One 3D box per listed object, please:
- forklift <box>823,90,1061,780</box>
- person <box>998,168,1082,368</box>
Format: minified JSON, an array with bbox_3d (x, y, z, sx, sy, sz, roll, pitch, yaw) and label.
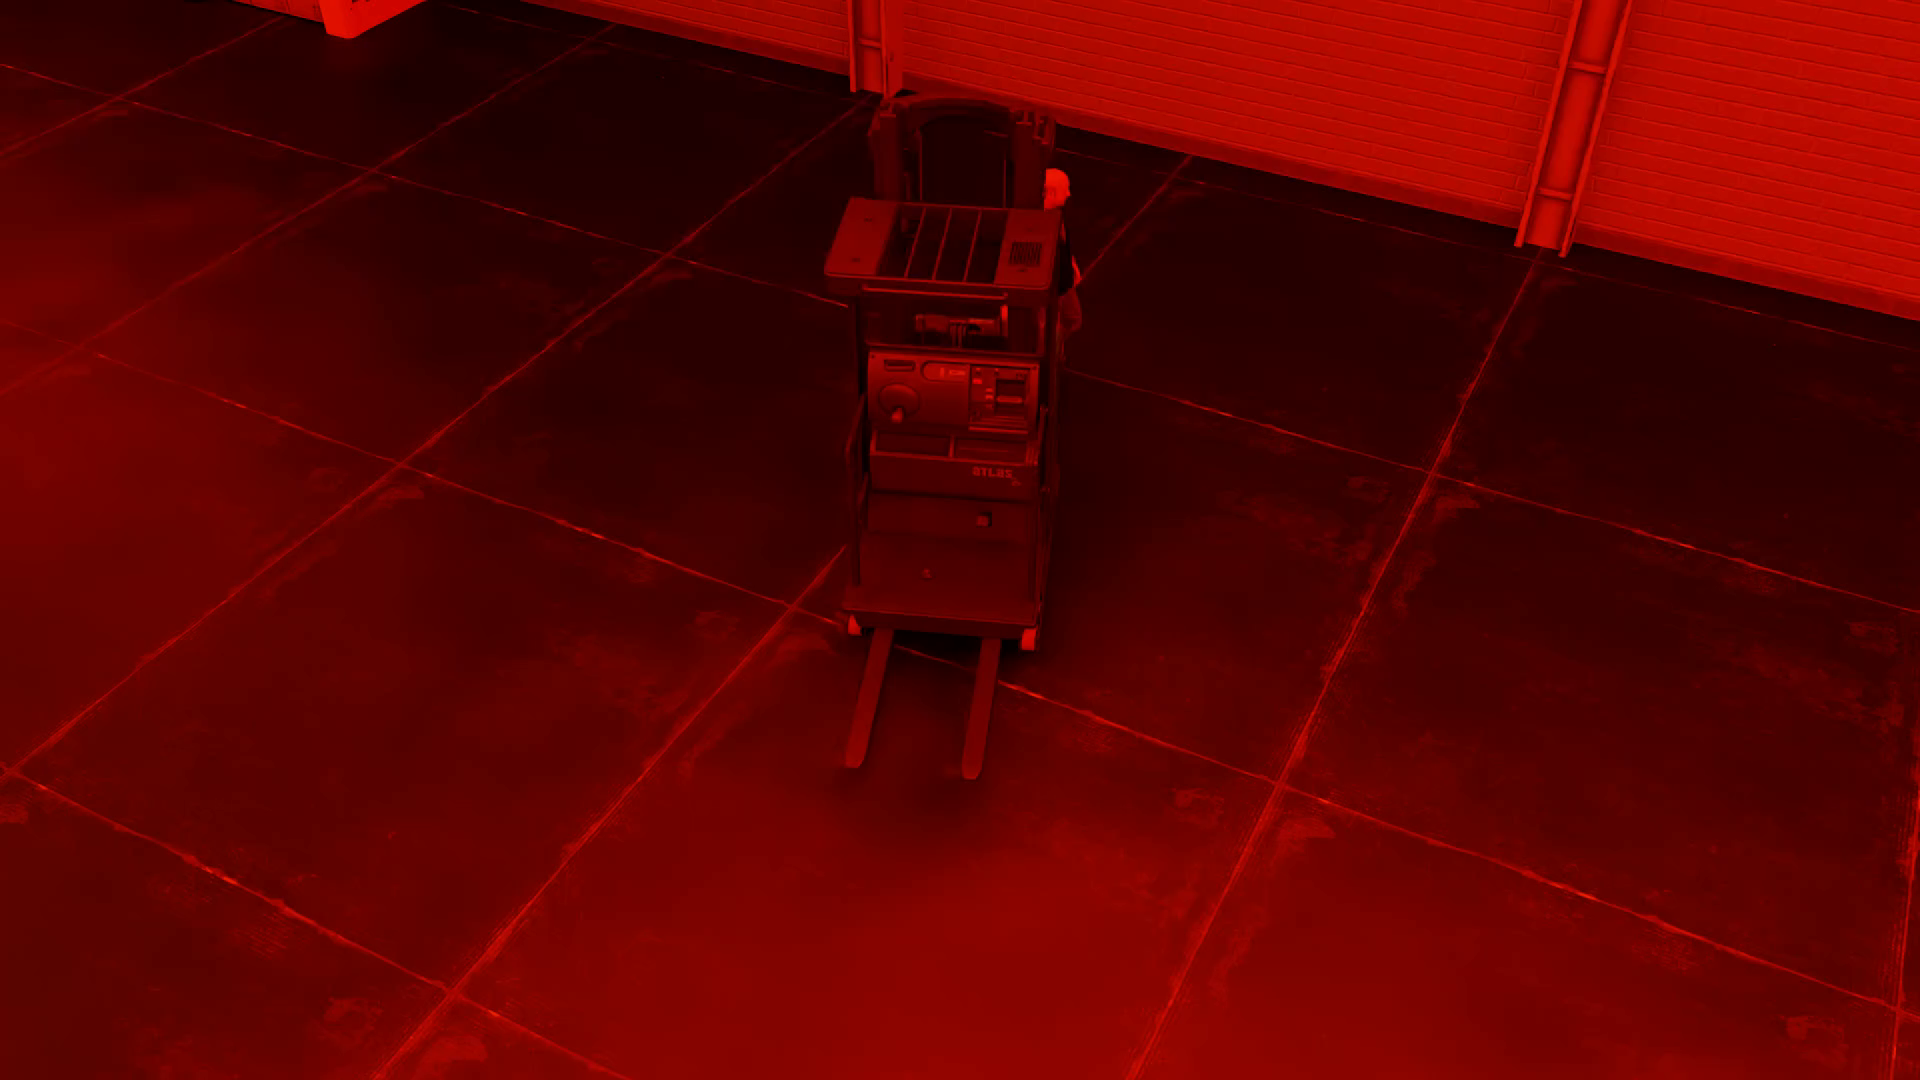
[{"bbox_3d":[-0.063,-0.727,8.849,1.130,2.935,3.031,5,40,5],"label":"forklift"},{"bbox_3d":[0.546,-1.657,10.967,0.486,1.629,0.885,19,44,21],"label":"person"}]
